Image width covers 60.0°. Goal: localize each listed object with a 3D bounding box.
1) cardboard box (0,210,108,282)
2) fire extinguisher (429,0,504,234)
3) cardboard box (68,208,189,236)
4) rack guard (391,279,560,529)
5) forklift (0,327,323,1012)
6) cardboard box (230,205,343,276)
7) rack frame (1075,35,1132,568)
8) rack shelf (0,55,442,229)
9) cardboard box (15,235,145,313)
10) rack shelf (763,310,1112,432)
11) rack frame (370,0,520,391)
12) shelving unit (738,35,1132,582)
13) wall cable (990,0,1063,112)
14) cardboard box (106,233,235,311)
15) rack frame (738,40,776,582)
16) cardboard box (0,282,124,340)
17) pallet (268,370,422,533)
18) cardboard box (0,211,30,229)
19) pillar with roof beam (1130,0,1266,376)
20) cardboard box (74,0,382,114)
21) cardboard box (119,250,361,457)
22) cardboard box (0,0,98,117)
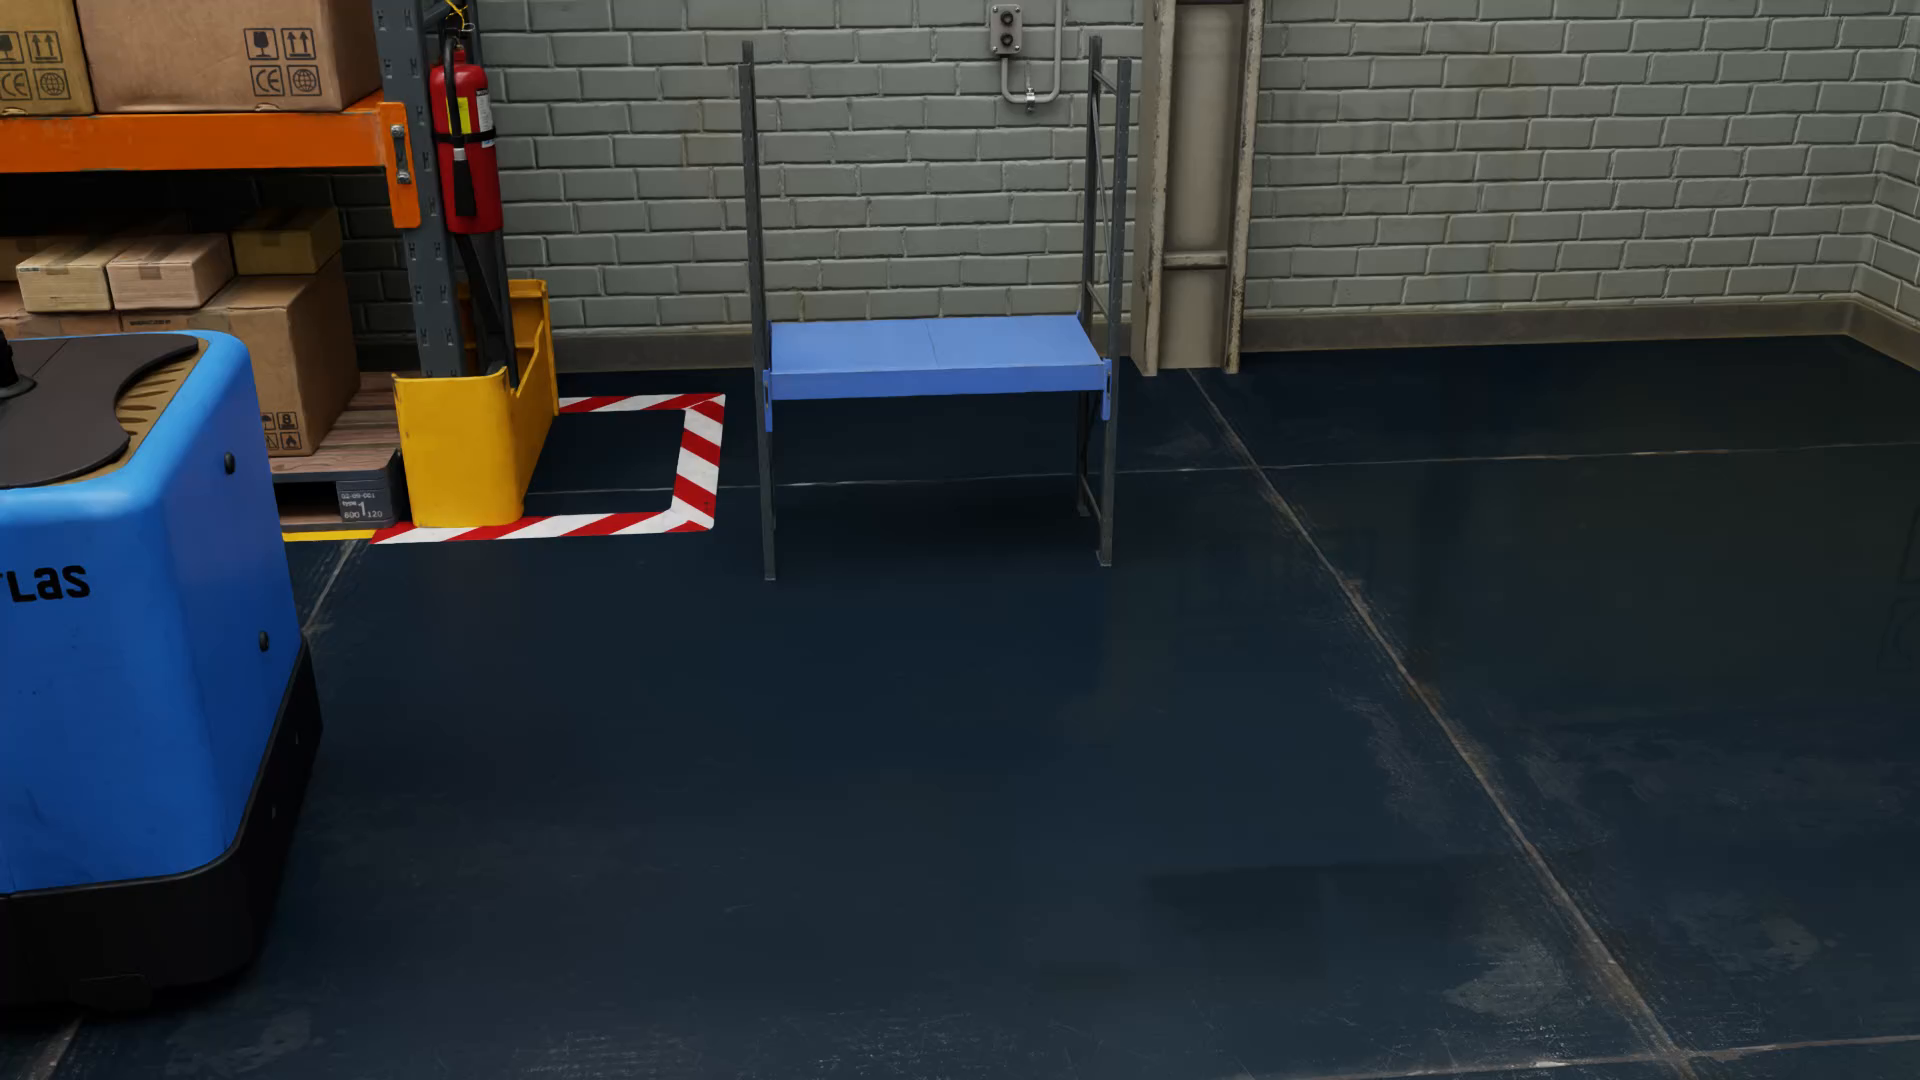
[{"bbox_3d":[-3.011,-0.980,5.523,0.250,0.149,0.380,-2,24,-5],"label":"cardboard box"},{"bbox_3d":[-1.480,-1.260,4.947,0.183,0.674,0.296,-2,24,-5],"label":"fire extinguisher"},{"bbox_3d":[-2.762,-0.990,5.545,0.250,0.149,0.380,-2,24,-5],"label":"cardboard box"},{"bbox_3d":[-1.652,-0.505,5.772,0.348,0.500,1.175,-2,24,-5],"label":"rack guard"},{"bbox_3d":[-2.946,-0.522,2.815,3.031,2.935,1.130,-5,24,-11],"label":"forklift"},{"bbox_3d":[-2.257,-1.010,5.592,0.250,0.149,0.380,-2,24,-5],"label":"cardboard box"},{"bbox_3d":[0.421,-0.702,4.983,0.032,1.500,0.500,-2,24,-5],"label":"rack frame"},{"bbox_3d":[-3.666,-1.238,5.228,4.000,0.370,1.077,-2,24,-5],"label":"rack shelf"},{"bbox_3d":[-2.726,-0.835,5.198,0.250,0.149,0.380,-2,24,-4],"label":"cardboard box"},{"bbox_3d":[-0.085,-0.518,5.011,1.000,0.185,0.538,-2,24,-5],"label":"rack shelf"},{"bbox_3d":[-1.675,-1.647,5.262,0.127,3.000,1.000,-2,24,-5],"label":"rack frame"},{"bbox_3d":[-0.085,-0.682,4.938,1.048,1.500,0.538,-2,24,-5],"label":"shelving unit"},{"bbox_3d":[-0.494,-2.544,6.031,1.851,1.984,0.084,-2,24,-5],"label":"wall cable"},{"bbox_3d":[-2.472,-0.846,5.221,0.250,0.149,0.380,-3,24,-6],"label":"cardboard box"},{"bbox_3d":[-0.591,-0.662,4.892,0.032,1.500,0.500,-2,24,-5],"label":"rack frame"},{"bbox_3d":[-2.860,-0.608,5.485,0.500,0.500,0.700,-2,24,-5],"label":"cardboard box"},{"bbox_3d":[-2.463,-0.309,5.685,1.213,0.211,1.003,-2,24,-5],"label":"pallet"},{"bbox_3d":[-3.264,-0.969,5.500,0.250,0.149,0.380,-2,24,-4],"label":"cardboard box"},{"bbox_3d":[1.350,-3.105,1.158,0.400,9.000,9.100,-2,24,-5],"label":"pillar with roof beam"},{"bbox_3d":[-2.182,-1.759,5.146,0.700,0.700,0.980,-1,24,-3],"label":"cardboard box"},{"bbox_3d":[-2.362,-0.628,5.530,0.500,0.500,0.700,-2,24,-5],"label":"cardboard box"},{"bbox_3d":[-2.905,-1.726,5.071,0.700,0.700,0.980,-2,24,-6],"label":"cardboard box"}]
